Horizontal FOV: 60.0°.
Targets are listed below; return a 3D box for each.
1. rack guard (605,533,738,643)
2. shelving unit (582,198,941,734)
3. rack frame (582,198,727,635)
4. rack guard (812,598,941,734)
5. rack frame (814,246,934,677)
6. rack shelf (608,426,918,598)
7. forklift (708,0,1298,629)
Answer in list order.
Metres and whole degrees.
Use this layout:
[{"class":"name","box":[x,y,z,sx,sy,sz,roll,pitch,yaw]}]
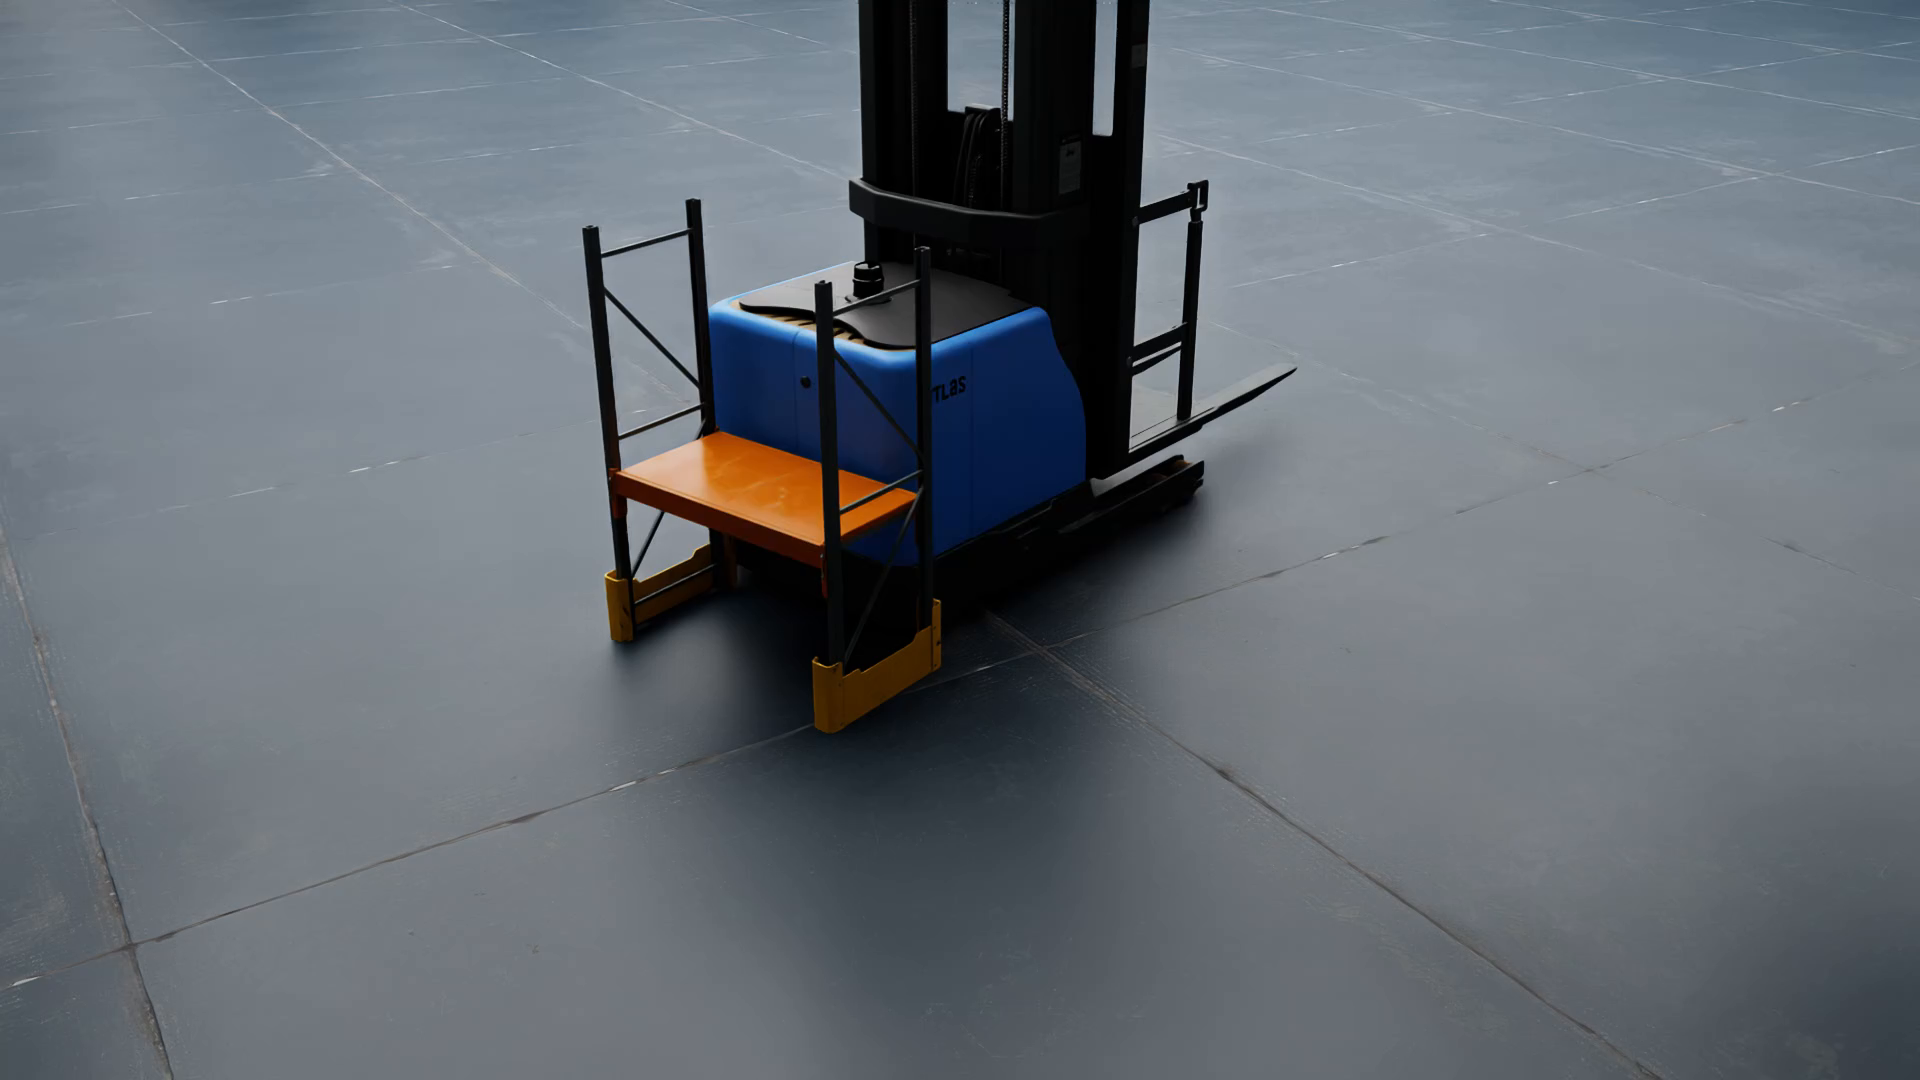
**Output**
[{"class":"rack guard","box":[-1.056,0.151,6.136,0.087,0.250,0.587,18,31,34]},{"class":"shelving unit","box":[-0.664,-0.283,5.592,1.083,1.500,0.587,18,31,34]},{"class":"rack frame","box":[-1.057,-0.414,5.870,0.032,1.500,0.500,18,31,34]},{"class":"rack guard","box":[-0.271,0.413,5.582,0.087,0.250,0.587,18,31,34]},{"class":"rack frame","box":[-0.256,-0.147,5.304,0.032,1.500,0.500,18,31,34]},{"class":"rack shelf","box":[-0.656,-0.118,5.664,1.000,0.185,0.538,18,31,34]},{"class":"forklift","box":[0.393,-1.562,6.626,1.130,2.935,3.031,20,32,36]}]
